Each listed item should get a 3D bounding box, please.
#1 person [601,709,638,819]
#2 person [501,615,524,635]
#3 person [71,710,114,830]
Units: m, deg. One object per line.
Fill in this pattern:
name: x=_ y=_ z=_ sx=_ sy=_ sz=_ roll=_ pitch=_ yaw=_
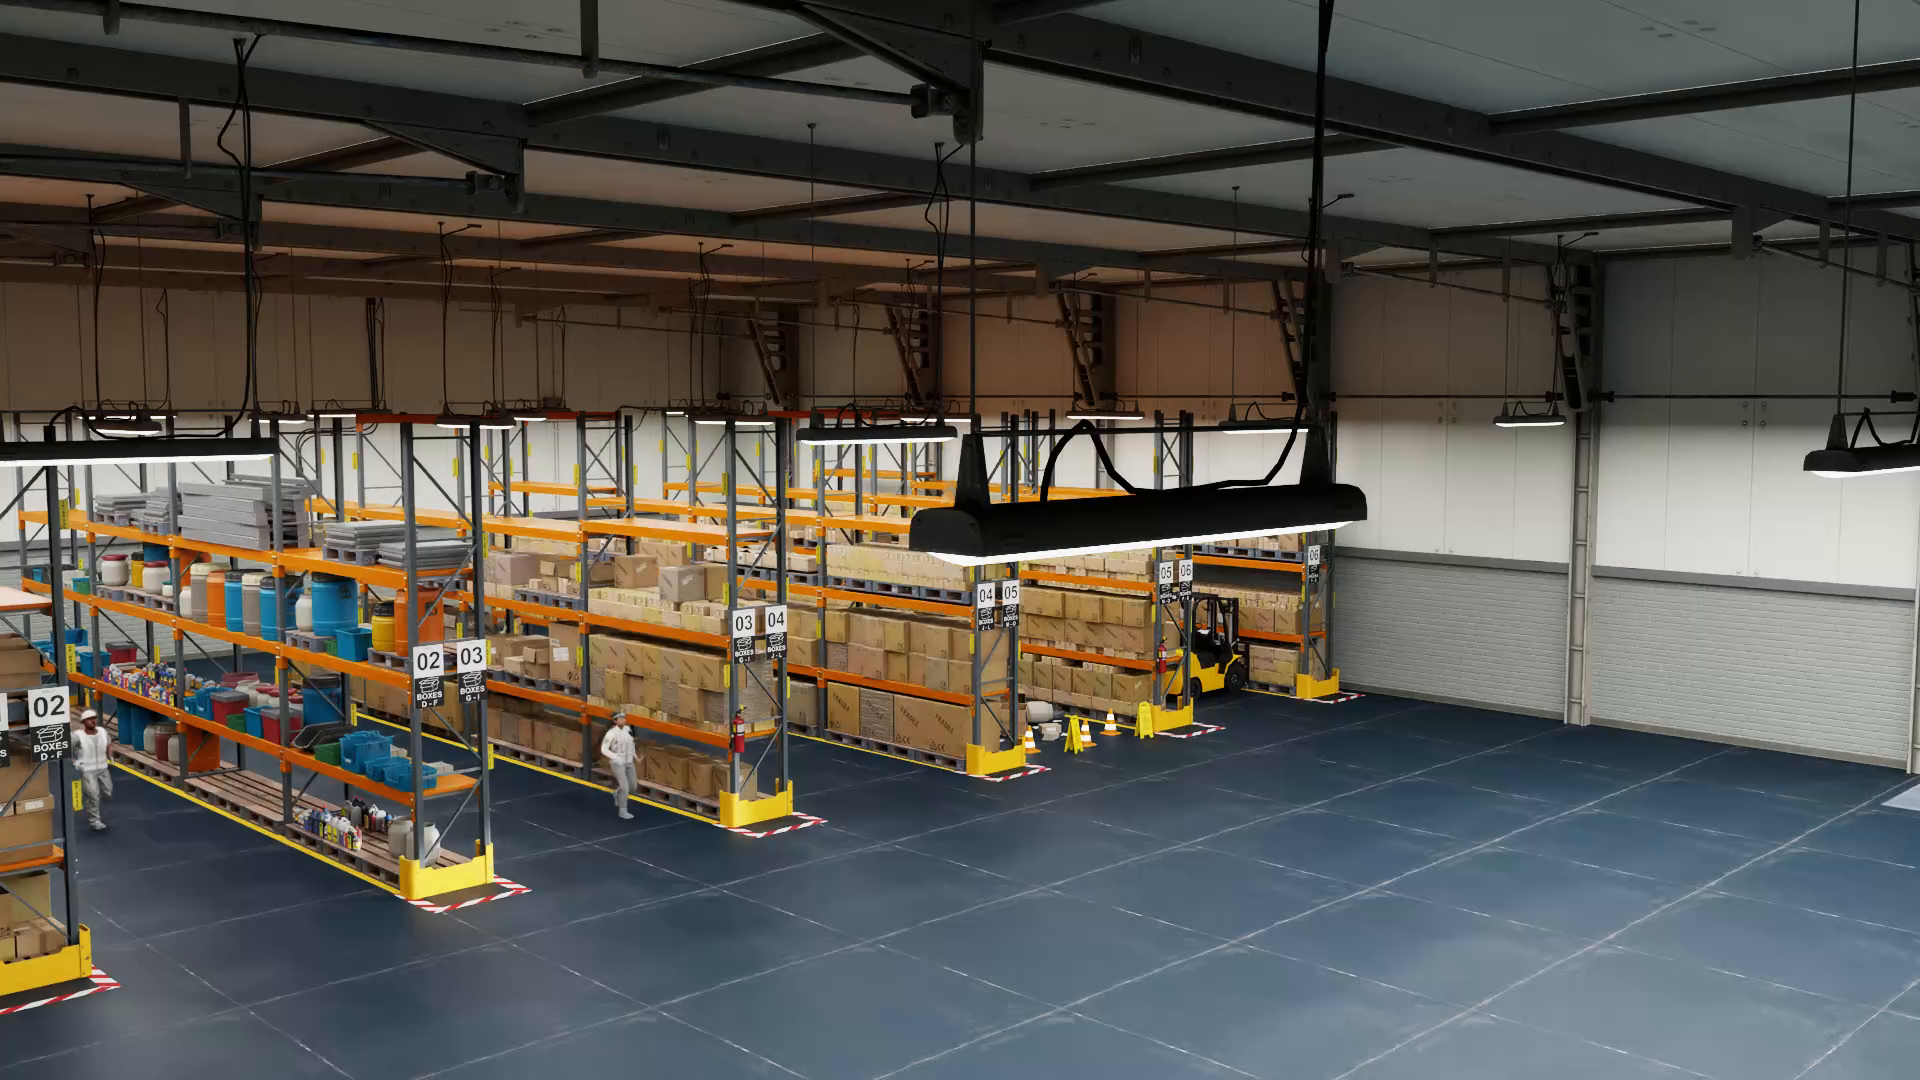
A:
person: x=-5.102 y=3.339 z=24.962 sx=0.580 sy=1.647 sz=0.614 roll=4 pitch=7 yaw=42
person: x=-9.788 y=2.410 z=36.181 sx=0.780 sy=1.609 sz=0.561 roll=4 pitch=6 yaw=36
person: x=-12.710 y=3.352 z=24.334 sx=0.641 sy=1.735 sz=0.685 roll=4 pitch=6 yaw=37
